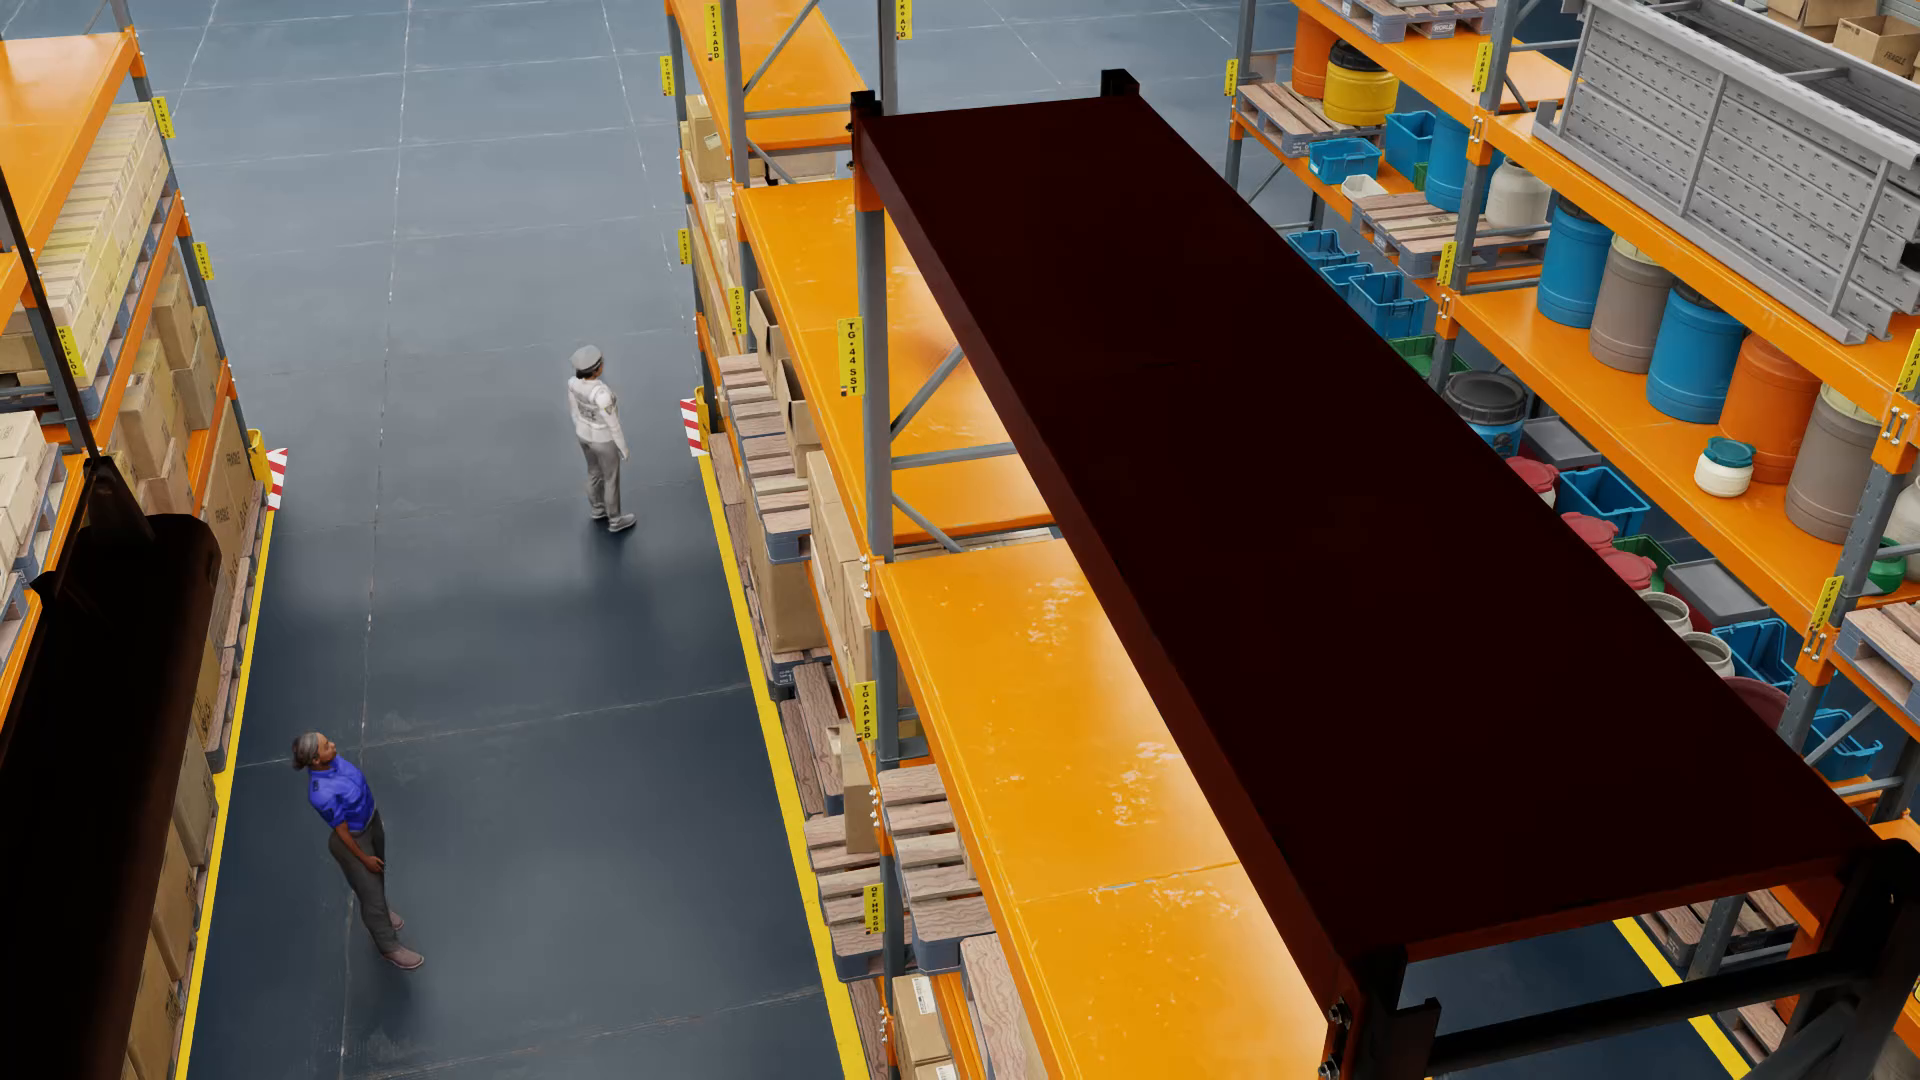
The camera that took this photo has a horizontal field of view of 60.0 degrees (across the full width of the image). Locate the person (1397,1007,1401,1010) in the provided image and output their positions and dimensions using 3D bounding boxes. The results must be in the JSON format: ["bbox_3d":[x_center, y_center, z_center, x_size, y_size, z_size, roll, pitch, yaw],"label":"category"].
[{"bbox_3d":[1.948,2.826,8.230,0.630,1.664,1.042,-10,36,-14],"label":"person"}]

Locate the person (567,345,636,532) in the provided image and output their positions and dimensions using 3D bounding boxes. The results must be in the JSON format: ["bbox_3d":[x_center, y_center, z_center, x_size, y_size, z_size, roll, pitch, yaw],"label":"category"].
[{"bbox_3d":[-2.984,-0.843,13.838,0.515,1.703,0.368,27,42,33],"label":"person"}]

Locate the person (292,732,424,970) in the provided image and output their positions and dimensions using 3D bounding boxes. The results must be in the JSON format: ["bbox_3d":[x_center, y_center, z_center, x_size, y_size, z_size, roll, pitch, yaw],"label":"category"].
[{"bbox_3d":[-3.507,1.786,9.829,0.564,1.633,0.535,3,35,5],"label":"person"}]
